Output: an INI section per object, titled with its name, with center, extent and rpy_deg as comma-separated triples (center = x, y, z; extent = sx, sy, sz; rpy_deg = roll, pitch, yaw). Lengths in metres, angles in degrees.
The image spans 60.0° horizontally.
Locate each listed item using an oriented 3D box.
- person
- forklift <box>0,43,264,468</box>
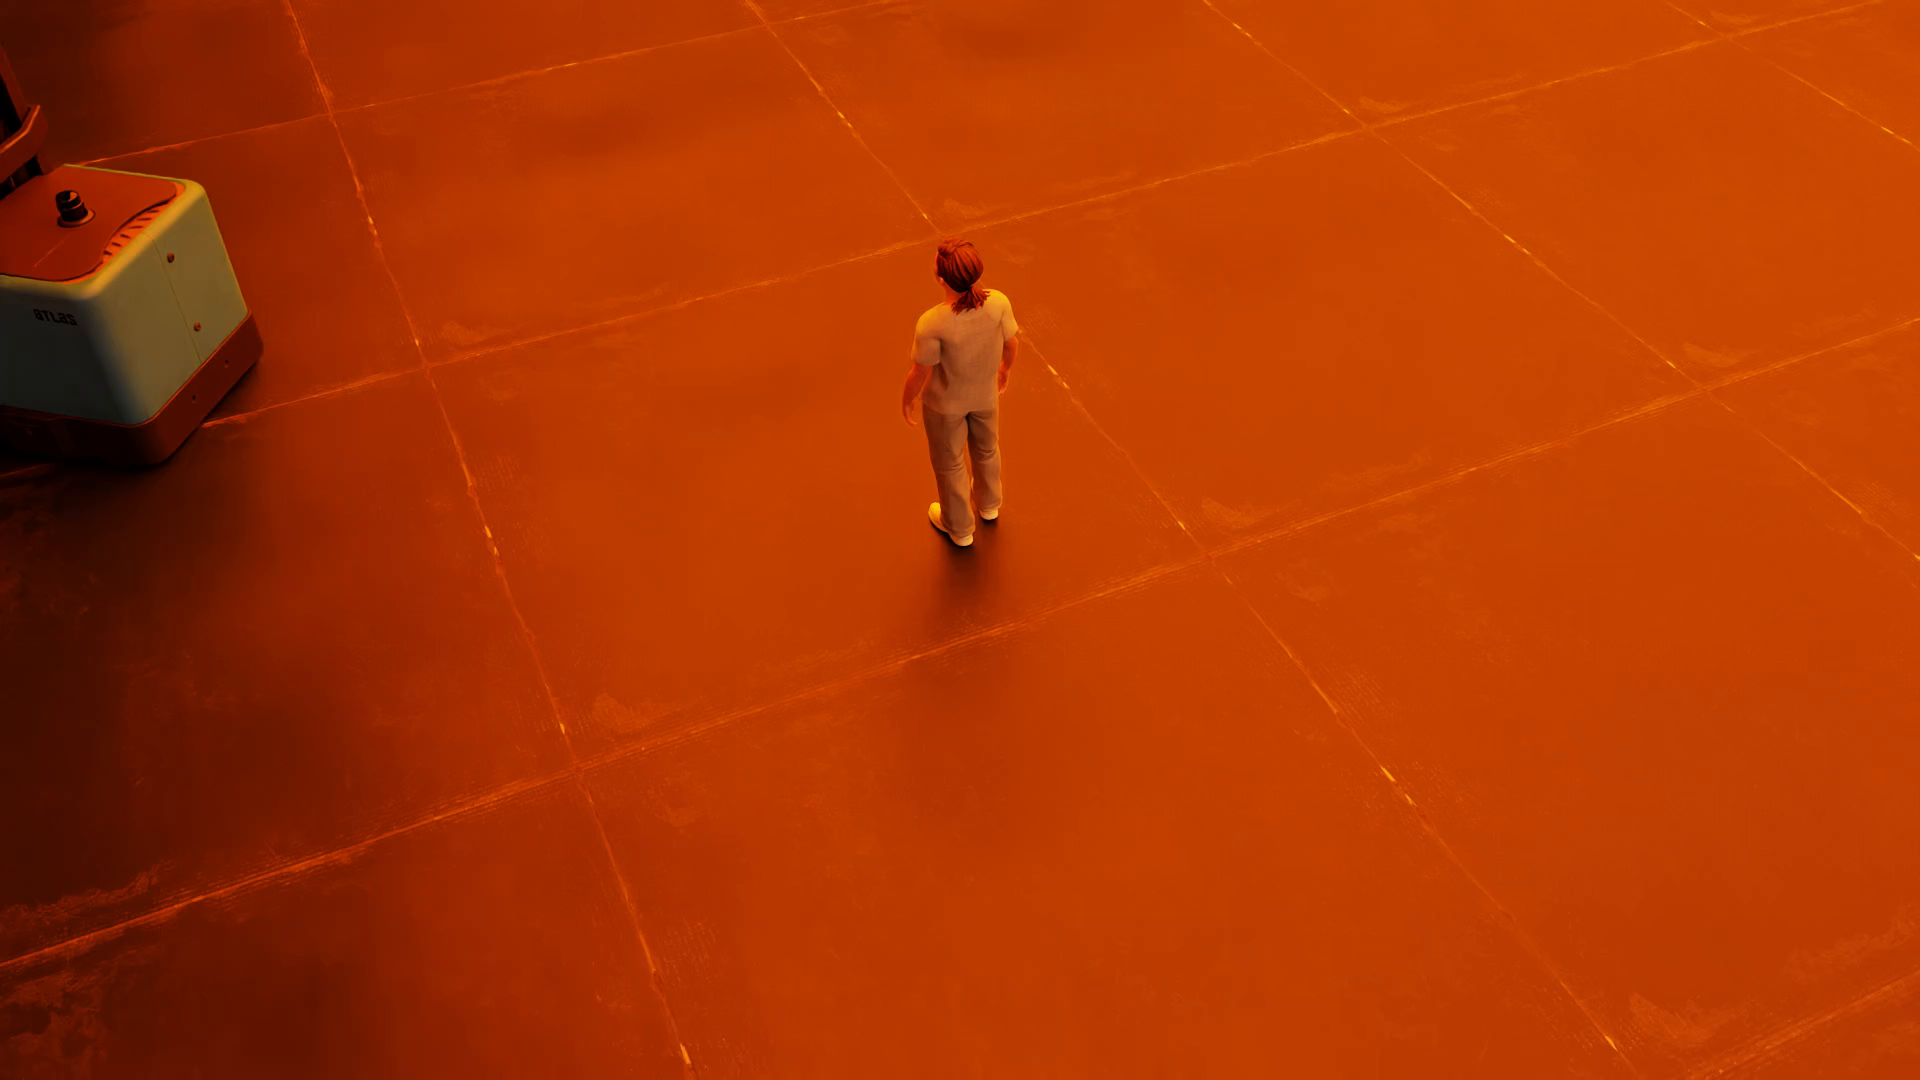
[person]
center = -0.019, -0.668, 7.305
extent = 0.549, 1.673, 0.548
rpy_deg = -18, 46, -18
[forklift]
center = -5.254, -1.952, 7.771
extent = 3.031, 2.935, 1.130
rpy_deg = 9, 44, 9
